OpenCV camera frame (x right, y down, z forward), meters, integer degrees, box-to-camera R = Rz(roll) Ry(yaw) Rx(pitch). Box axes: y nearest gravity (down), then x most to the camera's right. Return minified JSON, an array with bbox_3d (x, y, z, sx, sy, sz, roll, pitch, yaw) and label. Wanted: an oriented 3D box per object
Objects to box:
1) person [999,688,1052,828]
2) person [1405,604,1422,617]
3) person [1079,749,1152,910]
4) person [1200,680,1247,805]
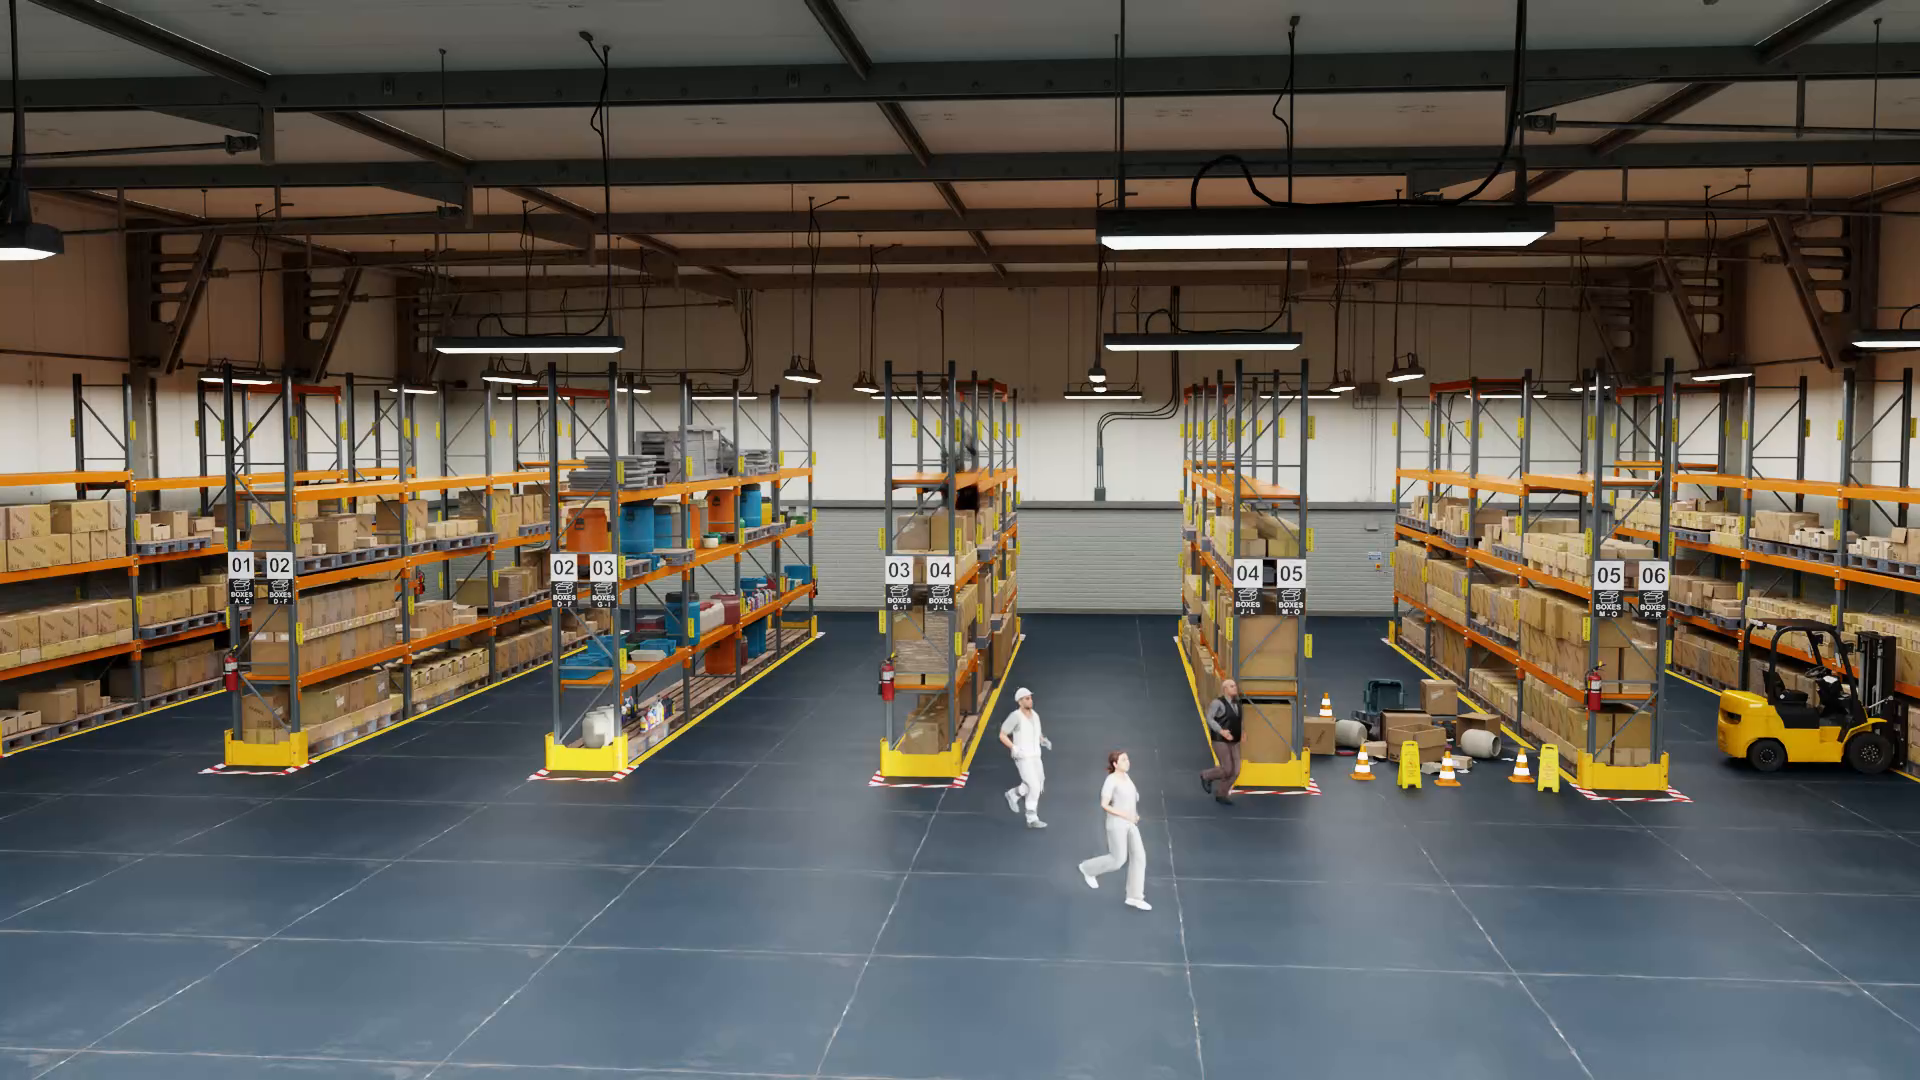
[{"bbox_3d":[0.809,2.745,21.066,0.767,1.746,0.661,4,5,43],"label":"person"},{"bbox_3d":[11.076,1.490,40.432,0.794,1.703,0.878,1,4,15],"label":"person"},{"bbox_3d":[1.668,3.032,17.596,0.866,1.664,0.576,3,5,38],"label":"person"},{"bbox_3d":[3.563,2.704,22.406,0.649,1.671,0.597,-3,5,-37],"label":"person"}]
